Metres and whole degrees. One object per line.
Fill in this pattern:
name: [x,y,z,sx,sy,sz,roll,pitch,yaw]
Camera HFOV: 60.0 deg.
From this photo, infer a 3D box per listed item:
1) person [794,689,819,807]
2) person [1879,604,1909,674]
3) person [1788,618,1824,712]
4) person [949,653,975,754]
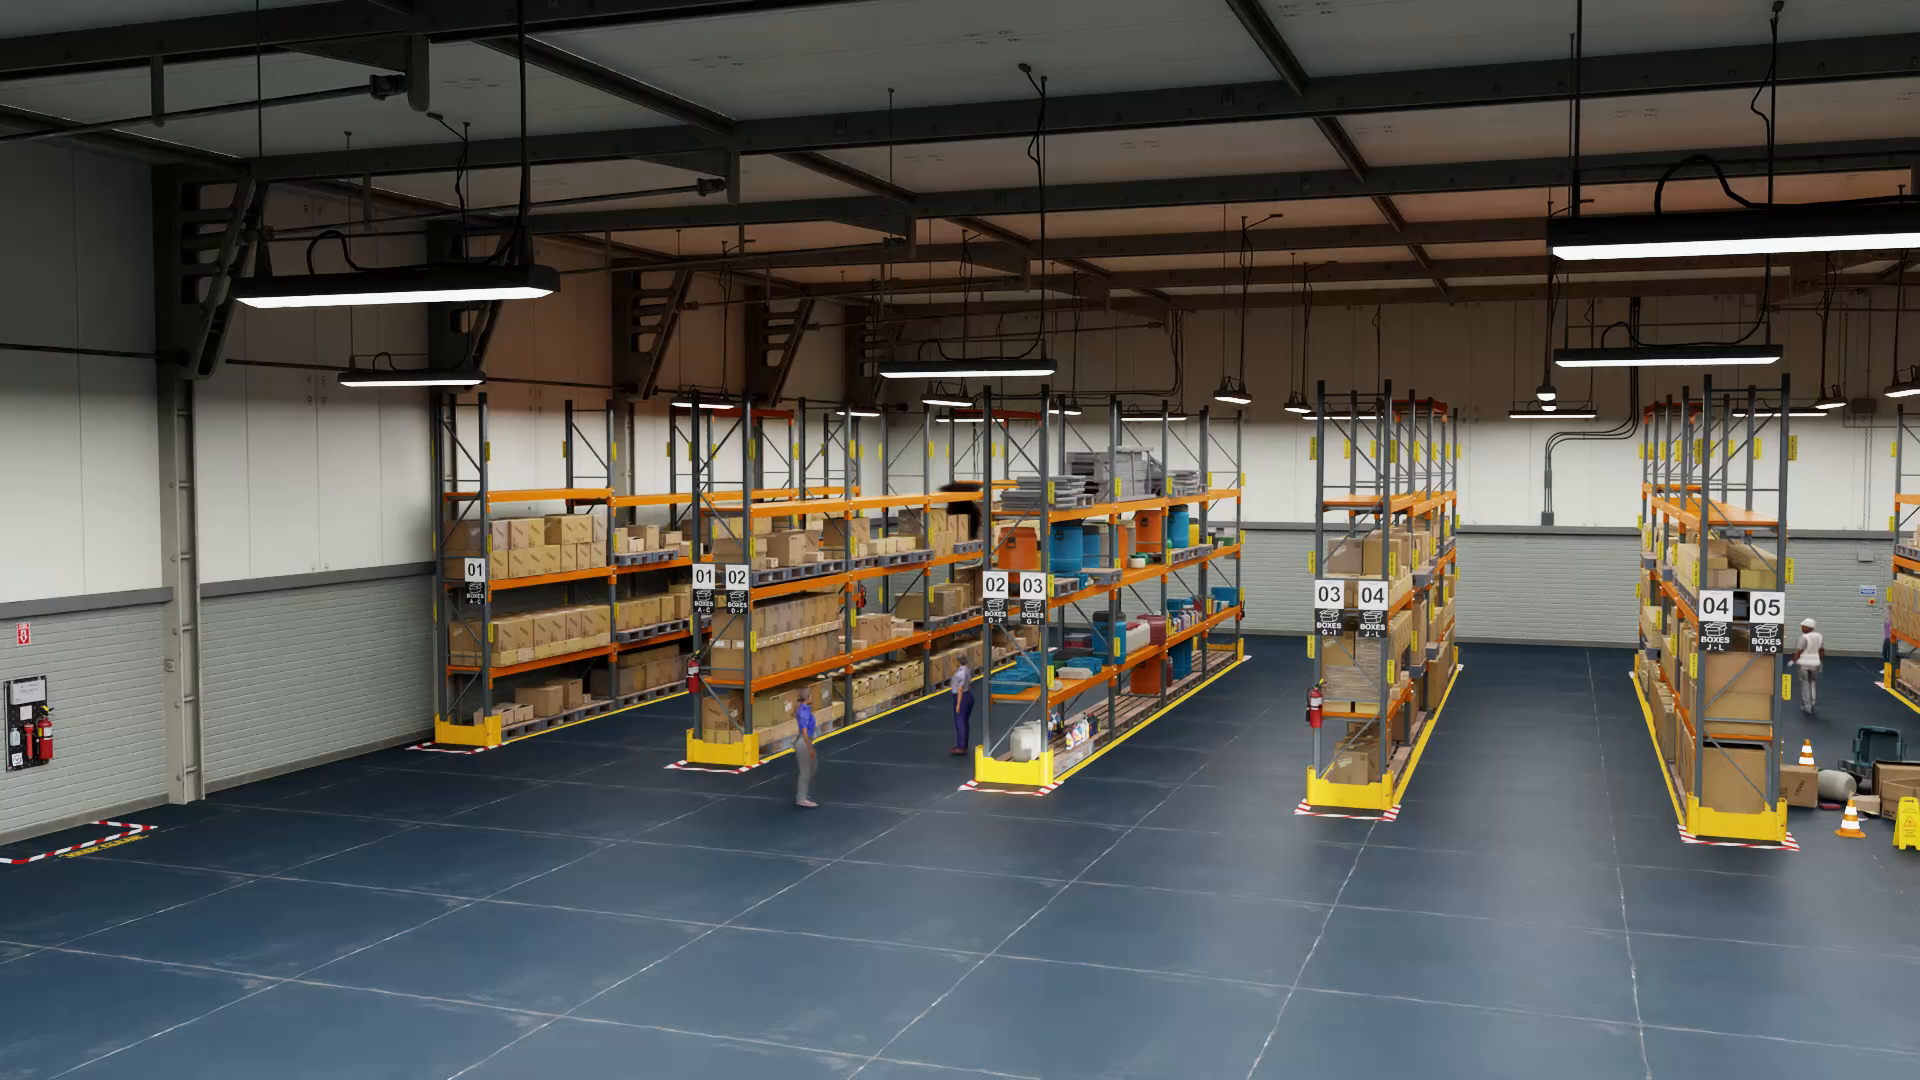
person: [-2.175,2.954,23.516,0.354,1.706,0.544,0,3,-5]
person: [20.943,2.234,37.263,0.616,1.543,0.420,0,3,2]
person: [16.243,2.411,31.898,0.639,1.824,0.596,0,3,8]
person: [0.022,2.701,27.625,0.411,1.653,0.520,1,3,16]
